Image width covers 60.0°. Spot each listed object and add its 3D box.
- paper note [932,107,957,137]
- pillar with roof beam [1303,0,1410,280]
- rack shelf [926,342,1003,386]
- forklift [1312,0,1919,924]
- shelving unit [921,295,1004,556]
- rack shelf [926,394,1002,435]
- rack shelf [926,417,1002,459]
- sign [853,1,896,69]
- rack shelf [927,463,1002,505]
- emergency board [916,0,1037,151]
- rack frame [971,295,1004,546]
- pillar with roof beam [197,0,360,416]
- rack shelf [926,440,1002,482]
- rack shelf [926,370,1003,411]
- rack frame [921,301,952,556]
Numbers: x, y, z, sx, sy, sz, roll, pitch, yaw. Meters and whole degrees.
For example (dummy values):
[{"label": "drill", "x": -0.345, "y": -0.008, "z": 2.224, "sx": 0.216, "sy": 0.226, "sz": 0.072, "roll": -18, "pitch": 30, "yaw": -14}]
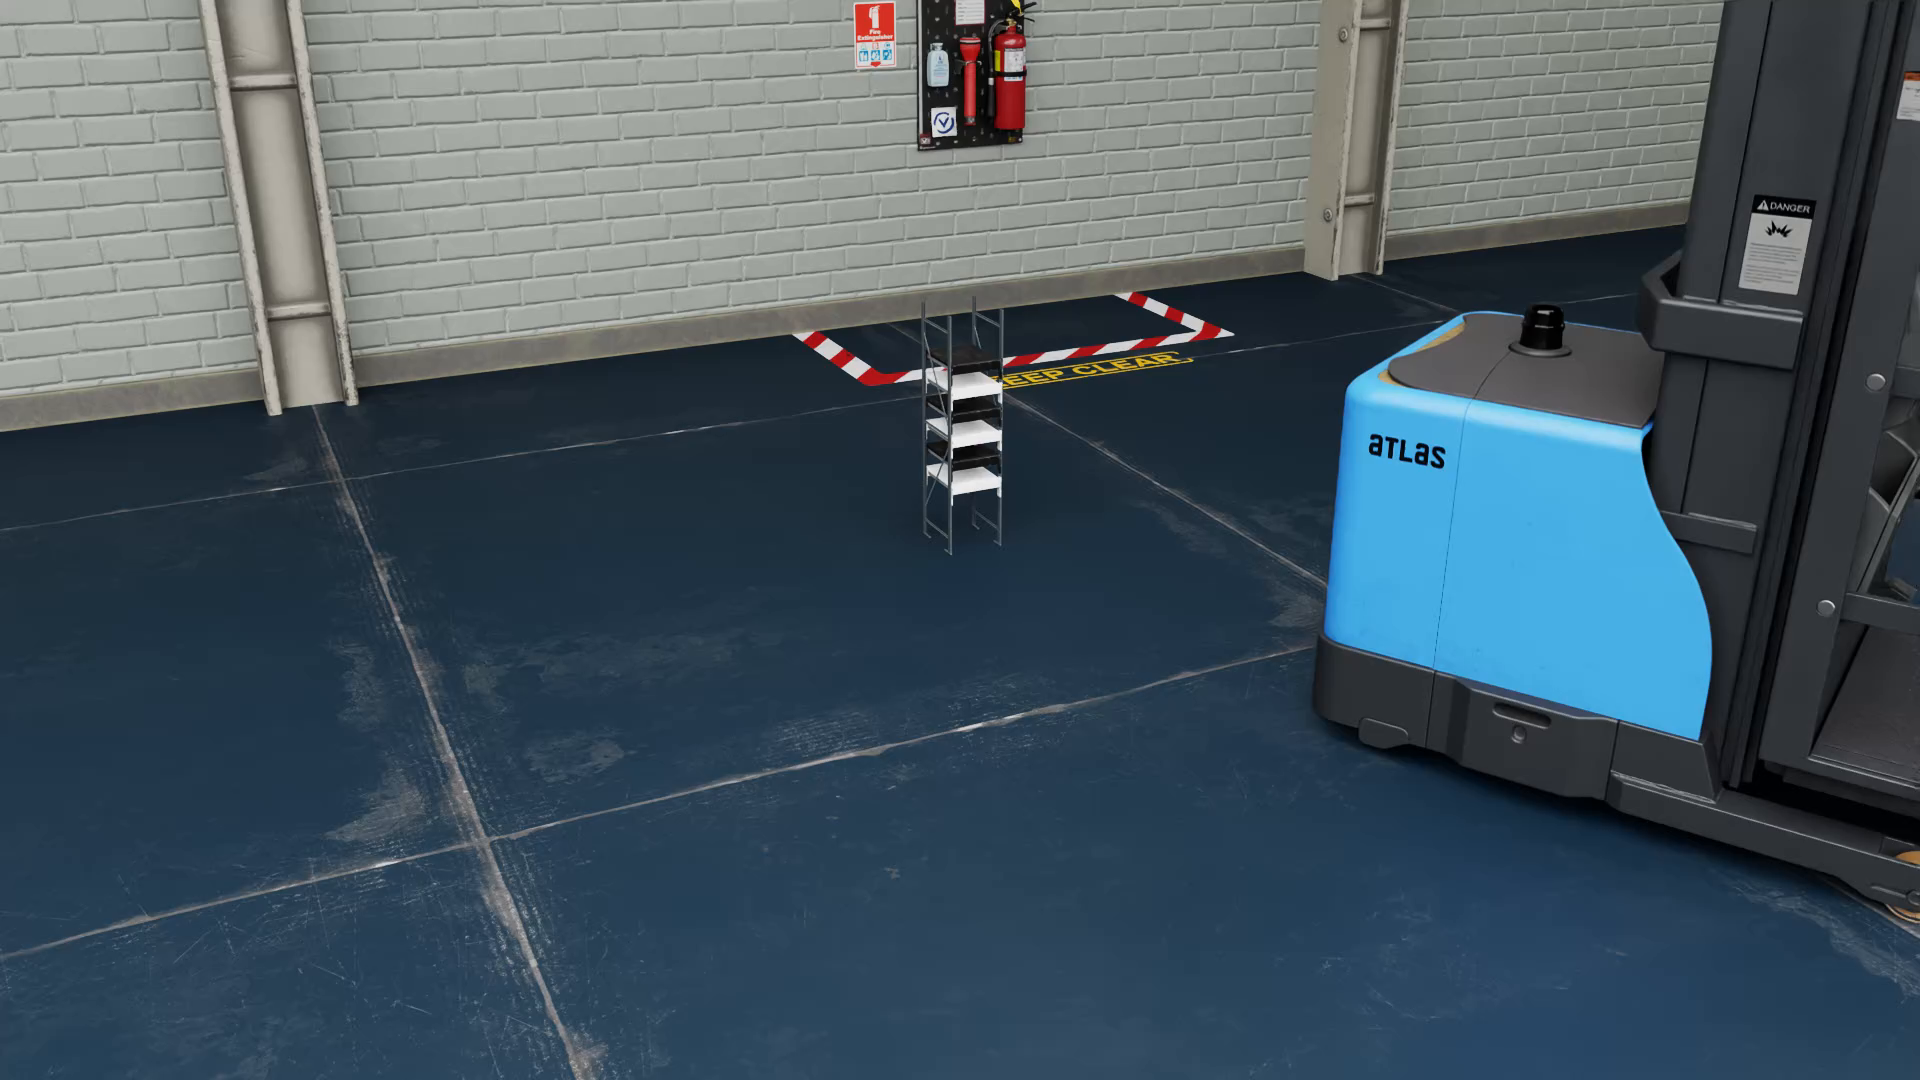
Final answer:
[{"label": "paper note", "x": -0.083, "y": -2.228, "z": 8.861, "sx": 0.142, "sy": 0.148, "sz": 0.016, "roll": -10, "pitch": 25, "yaw": -24}, {"label": "pillar with roof beam", "x": 4.216, "y": -4.325, "z": 4.933, "sx": 0.400, "sy": 9.000, "sz": 9.100, "roll": -10, "pitch": 25, "yaw": -24}, {"label": "rack shelf", "x": 0.007, "y": -0.636, "z": 5.991, "sx": 0.200, "sy": 0.077, "sz": 0.258, "roll": -10, "pitch": 25, "yaw": -24}, {"label": "forklift", "x": 2.532, "y": -0.618, "z": 3.911, "sx": 3.031, "sy": 2.935, "sz": 1.130, "roll": 15, "pitch": 27, "yaw": 32}, {"label": "shelving unit", "x": 0.007, "y": -0.417, "z": 6.081, "sx": 0.210, "sy": 0.900, "sz": 0.258, "roll": -10, "pitch": 25, "yaw": -24}, {"label": "rack shelf", "x": 0.007, "y": -0.469, "z": 6.059, "sx": 0.200, "sy": 0.077, "sz": 0.258, "roll": -10, "pitch": 25, "yaw": -24}, {"label": "rack shelf", "x": 0.007, "y": -0.386, "z": 6.094, "sx": 0.200, "sy": 0.077, "sz": 0.258, "roll": -10, "pitch": 25, "yaw": -24}, {"label": "sign", "x": -0.437, "y": -2.601, "z": 8.564, "sx": 0.234, "sy": 0.329, "sz": 0.001, "roll": -10, "pitch": 25, "yaw": -24}, {"label": "rack shelf", "x": 0.007, "y": -0.220, "z": 6.163, "sx": 0.200, "sy": 0.077, "sz": 0.258, "roll": -10, "pitch": 25, "yaw": -24}, {"label": "emergency board", "x": 0.106, "y": -2.640, "z": 8.706, "sx": 0.643, "sy": 1.169, "sz": 0.194, "roll": -10, "pitch": 25, "yaw": -24}, {"label": "rack frame", "x": 0.099, "y": -0.434, "z": 6.122, "sx": 0.006, "sy": 0.900, "sz": 0.240, "roll": -10, "pitch": 25, "yaw": -24}, {"label": "pillar with roof beam", "x": -1.190, "y": -3.330, "z": 2.529, "sx": 0.400, "sy": 9.000, "sz": 9.100, "roll": -10, "pitch": 25, "yaw": -24}, {"label": "rack shelf", "x": 0.007, "y": -0.303, "z": 6.128, "sx": 0.200, "sy": 0.077, "sz": 0.258, "roll": -10, "pitch": 25, "yaw": -24}, {"label": "rack shelf", "x": 0.007, "y": -0.553, "z": 6.025, "sx": 0.200, "sy": 0.077, "sz": 0.258, "roll": -10, "pitch": 25, "yaw": -24}, {"label": "rack frame", "x": -0.084, "y": -0.400, "z": 6.040, "sx": 0.006, "sy": 0.900, "sz": 0.240, "roll": -10, "pitch": 25, "yaw": -24}]
